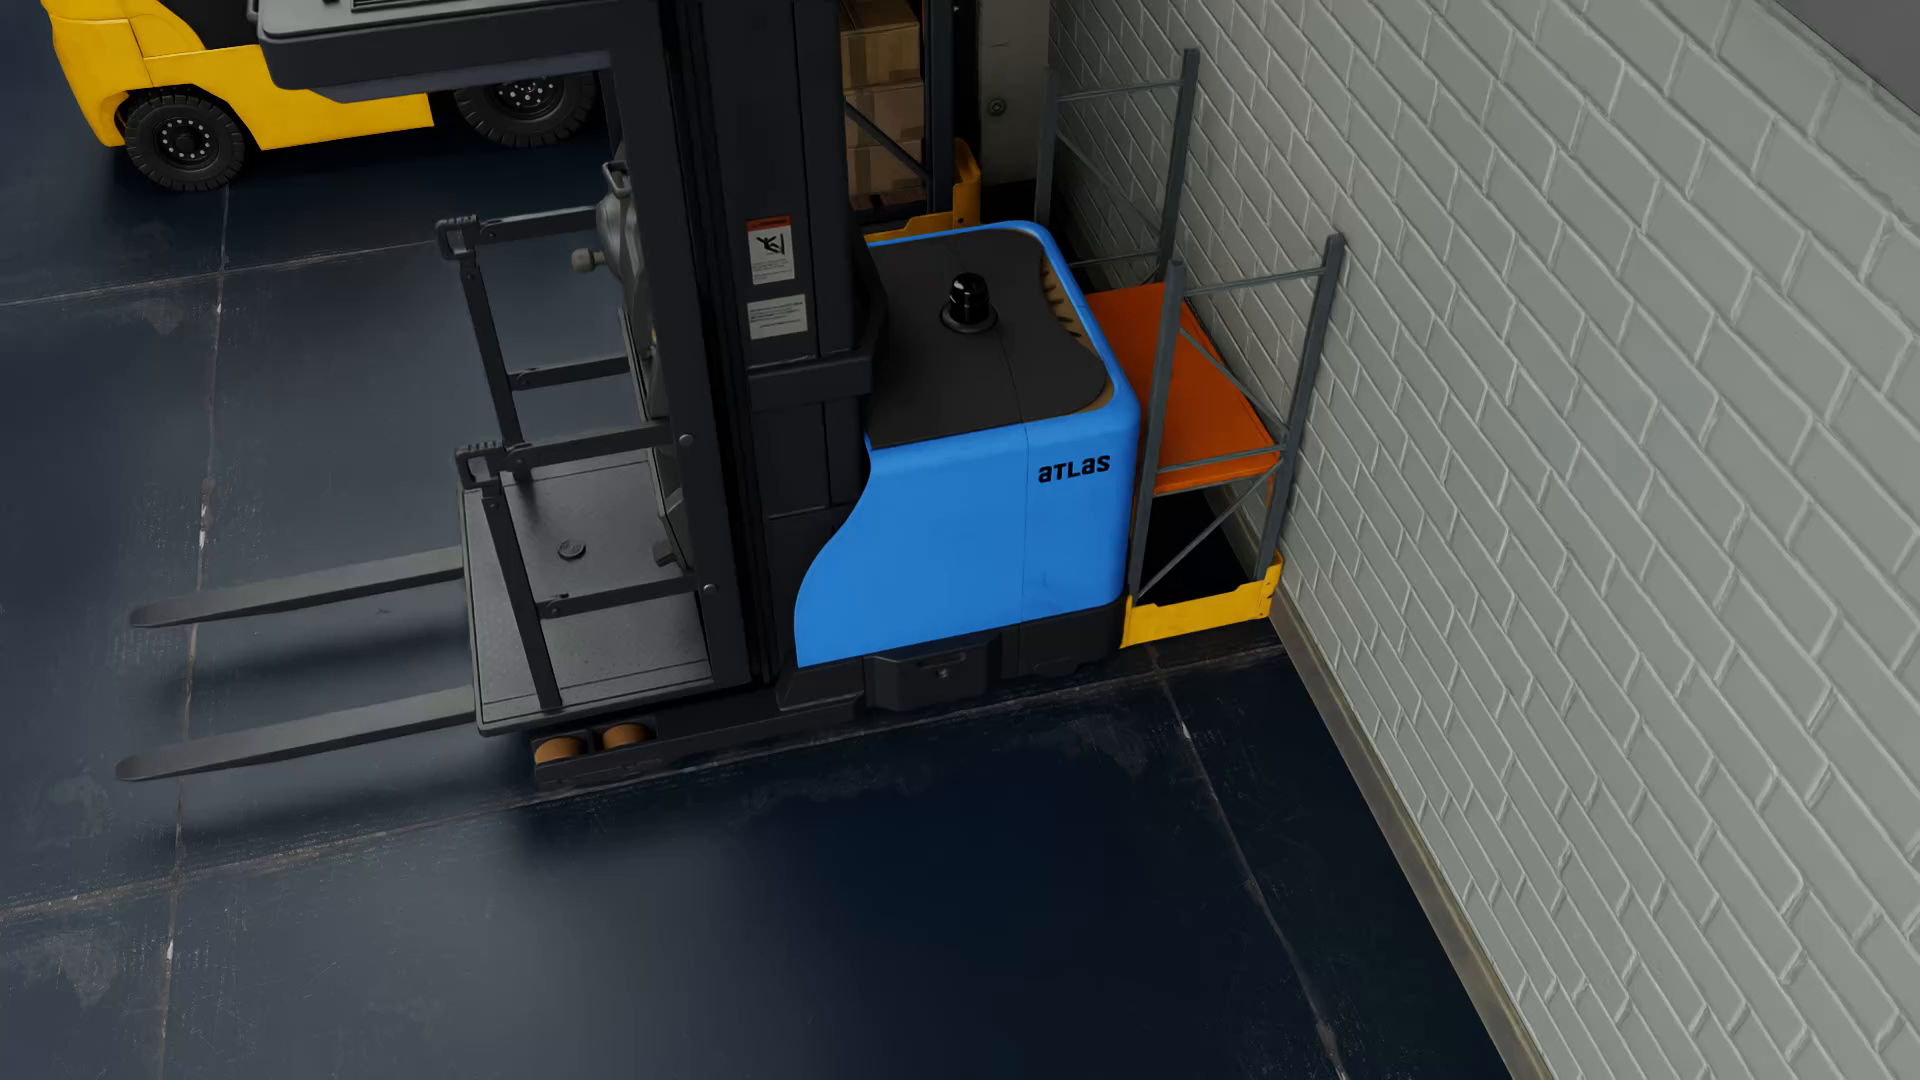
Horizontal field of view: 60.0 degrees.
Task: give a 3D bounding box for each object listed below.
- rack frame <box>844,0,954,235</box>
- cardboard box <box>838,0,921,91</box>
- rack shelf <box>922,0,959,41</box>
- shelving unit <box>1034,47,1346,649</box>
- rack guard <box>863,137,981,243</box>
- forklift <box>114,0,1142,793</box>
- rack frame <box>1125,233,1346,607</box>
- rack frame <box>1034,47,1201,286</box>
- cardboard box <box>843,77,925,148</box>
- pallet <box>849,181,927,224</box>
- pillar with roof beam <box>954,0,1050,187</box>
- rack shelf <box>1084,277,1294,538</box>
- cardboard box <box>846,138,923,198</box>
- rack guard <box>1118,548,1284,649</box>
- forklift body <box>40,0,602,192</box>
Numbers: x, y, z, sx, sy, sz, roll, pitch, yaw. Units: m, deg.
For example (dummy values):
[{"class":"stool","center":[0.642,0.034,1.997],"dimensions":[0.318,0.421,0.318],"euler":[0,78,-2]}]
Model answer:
[{"class":"rack frame","center":[-0.520,-2.110,5.718],"dimensions":[1.000,3.000,0.127],"euler":[-11,47,-10]},{"class":"cardboard box","center":[-0.460,-2.011,6.552],"dimensions":[0.500,0.250,0.500],"euler":[-11,47,-11]},{"class":"rack shelf","center":[-1.032,-3.239,7.328],"dimensions":[1.077,0.370,4.000],"euler":[-11,47,-10]},{"class":"shelving unit","center":[0.621,-0.593,5.266],"dimensions":[0.587,1.500,1.083],"euler":[-11,47,-13]},{"class":"rack guard","center":[-0.514,-1.219,6.594],"dimensions":[1.175,0.500,0.348],"euler":[-11,47,-10]},{"class":"forklift","center":[-1.051,-0.696,4.380],"dimensions":[3.031,2.935,1.130],"euler":[-11,47,-11]},{"class":"rack frame","center":[0.768,-0.238,4.920],"dimensions":[0.500,1.500,0.032],"euler":[-11,47,-13]},{"class":"rack frame","center":[0.478,-0.936,5.599],"dimensions":[0.500,1.500,0.032],"euler":[-11,47,-13]},{"class":"cardboard box","center":[-0.439,-1.833,6.727],"dimensions":[0.500,0.250,0.500],"euler":[-10,46,-10]},{"class":"pallet","center":[-0.756,-1.655,7.224],"dimensions":[1.003,0.211,1.213],"euler":[-11,47,-10]},{"class":"pillar with roof beam","center":[-3.988,-4.069,3.437],"dimensions":[9.100,9.000,0.400],"euler":[-11,47,-10]},{"class":"rack shelf","center":[0.619,-0.461,5.388],"dimensions":[0.538,0.185,1.000],"euler":[-11,47,-13]},{"class":"cardboard box","center":[-0.456,-1.670,6.917],"dimensions":[0.500,0.250,0.500],"euler":[-11,47,-10]},{"class":"rack guard","center":[0.747,0.188,5.377],"dimensions":[0.587,0.250,0.087],"euler":[-11,47,-13]},{"class":"forklift body","center":[-2.769,-2.789,6.977],"dimensions":[2.313,2.155,1.214],"euler":[-11,47,-10]}]
